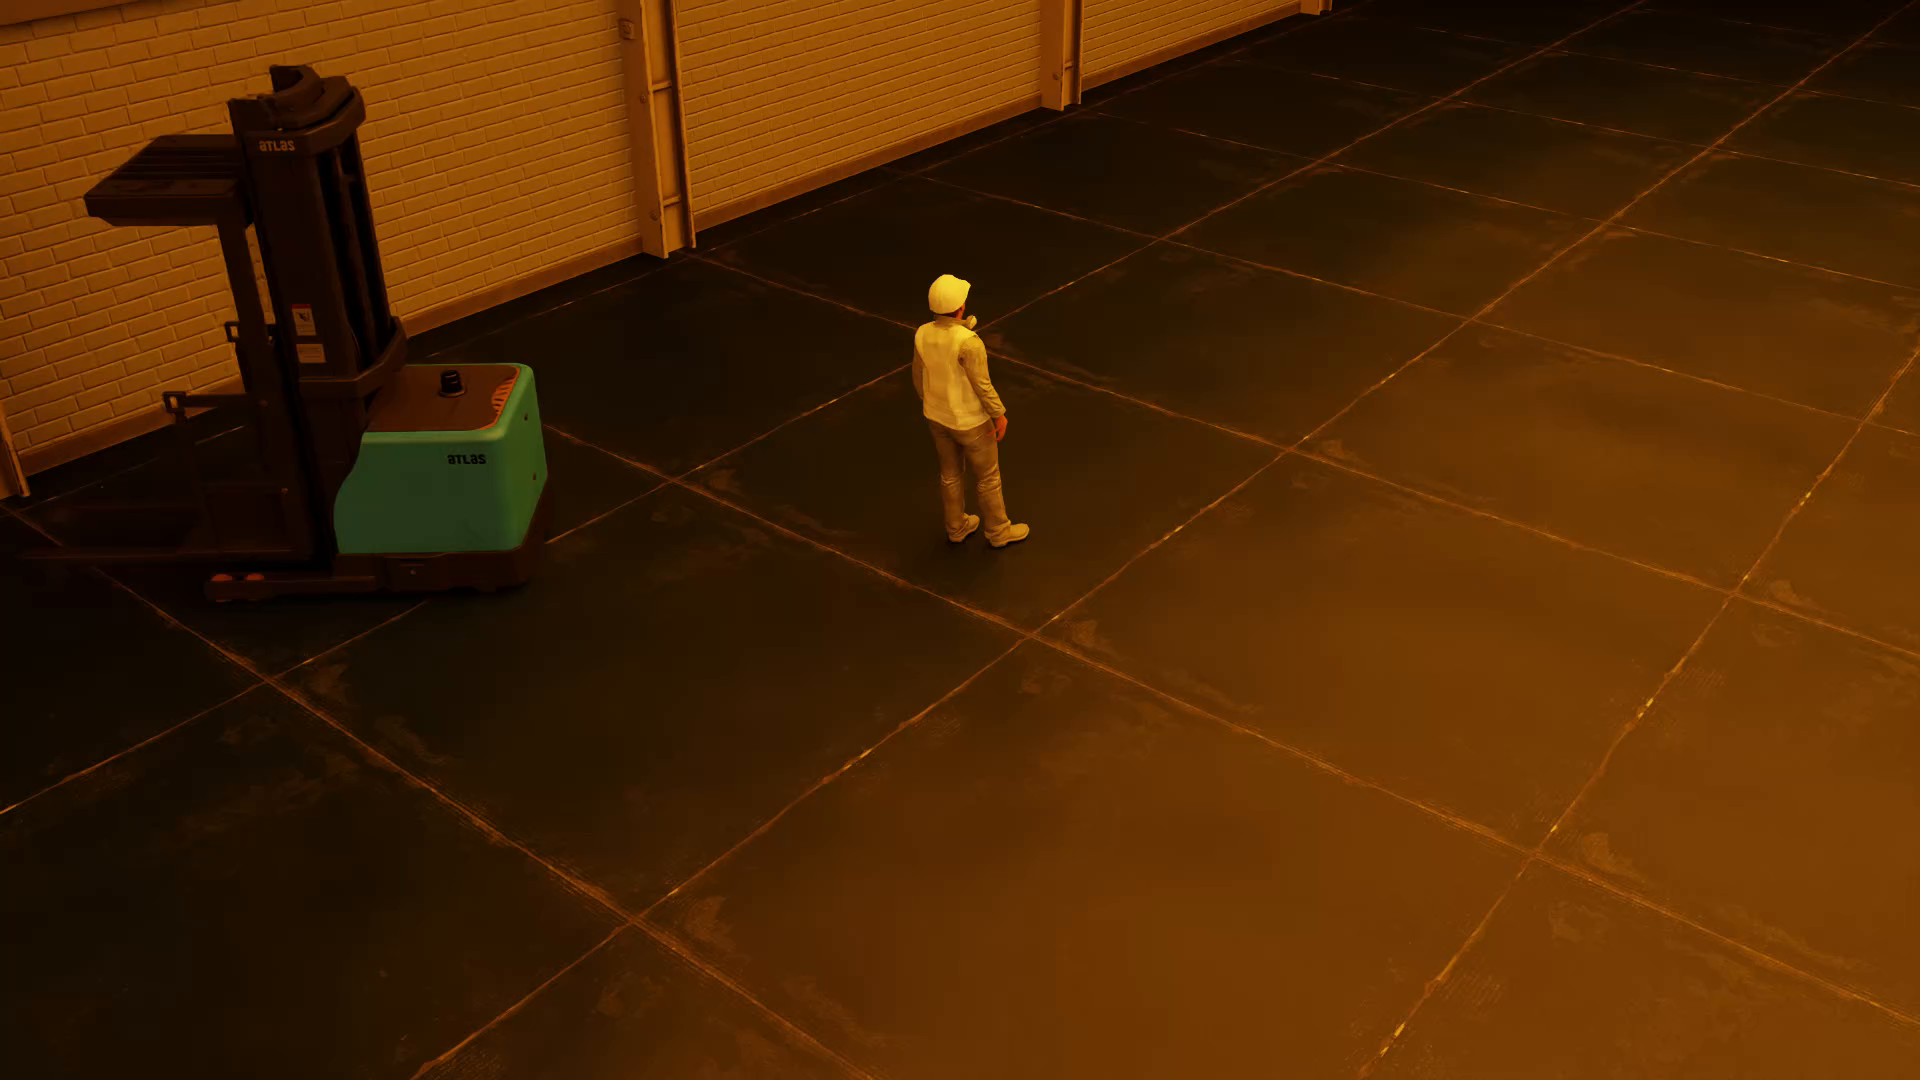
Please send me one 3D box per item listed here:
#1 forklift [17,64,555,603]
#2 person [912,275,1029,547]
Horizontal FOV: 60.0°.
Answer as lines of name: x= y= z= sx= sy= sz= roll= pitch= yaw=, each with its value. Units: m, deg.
forklift: x=-4.108 y=-1.166 z=9.591 sx=3.031 sy=2.935 sz=1.130 roll=-1 pitch=30 yaw=-2
person: x=0.045 y=-0.794 z=10.086 sx=0.632 sy=1.773 sz=0.568 roll=22 pitch=37 yaw=33
